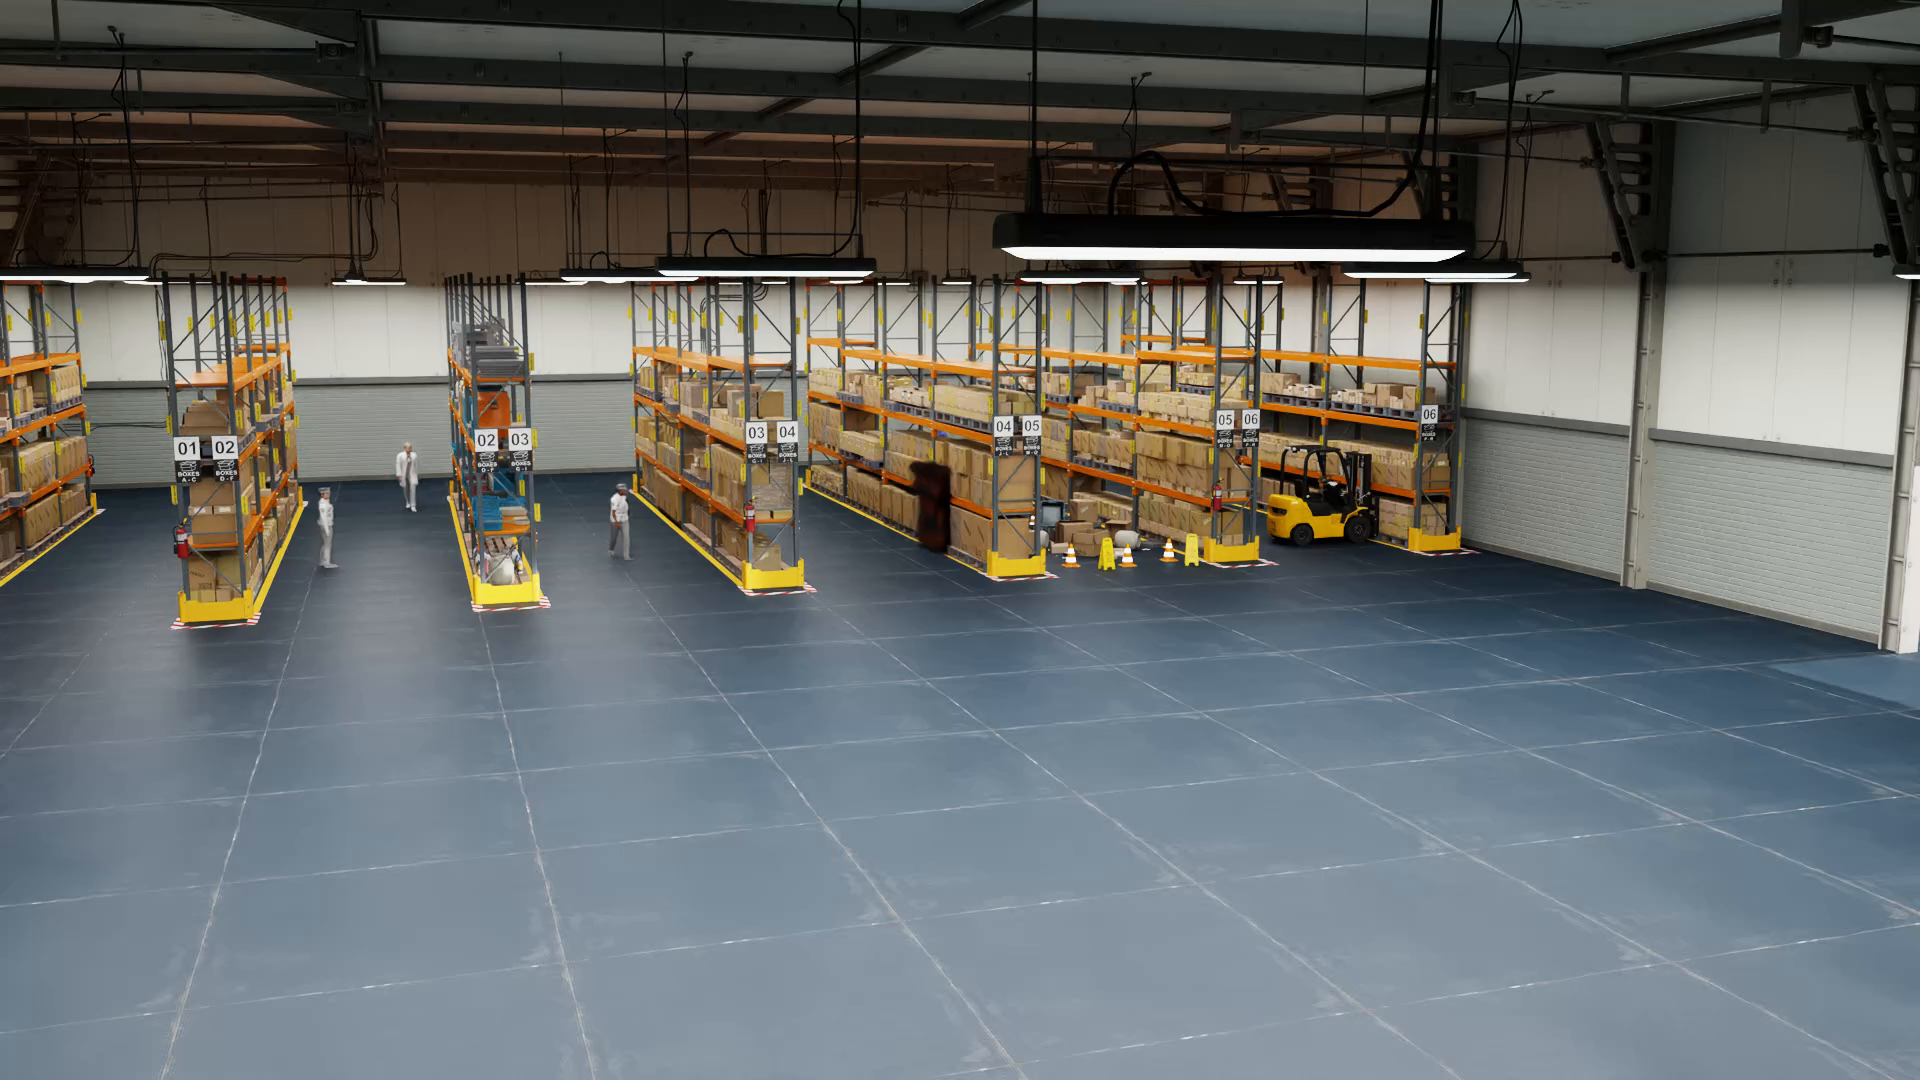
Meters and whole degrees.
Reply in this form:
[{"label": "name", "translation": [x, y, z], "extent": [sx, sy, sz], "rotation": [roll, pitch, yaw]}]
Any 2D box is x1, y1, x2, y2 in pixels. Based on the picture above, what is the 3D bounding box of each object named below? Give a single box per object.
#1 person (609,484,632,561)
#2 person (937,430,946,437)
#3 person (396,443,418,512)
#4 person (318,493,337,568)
[{"label": "person", "translation": [-7.225, -0.394, 35.345], "extent": [0.412, 1.617, 0.964], "rotation": [-4, 9, -24]}, {"label": "person", "translation": [-0.640, -2.677, 50.842], "extent": [0.444, 1.462, 0.418], "rotation": [-3, 9, -20]}, {"label": "person", "translation": [-14.329, -1.649, 43.115], "extent": [0.543, 1.736, 1.038], "rotation": [-2, 9, -12]}, {"label": "person", "translation": [-13.033, -0.242, 34.272], "extent": [0.357, 1.699, 0.498], "rotation": [-5, 10, -31]}]
